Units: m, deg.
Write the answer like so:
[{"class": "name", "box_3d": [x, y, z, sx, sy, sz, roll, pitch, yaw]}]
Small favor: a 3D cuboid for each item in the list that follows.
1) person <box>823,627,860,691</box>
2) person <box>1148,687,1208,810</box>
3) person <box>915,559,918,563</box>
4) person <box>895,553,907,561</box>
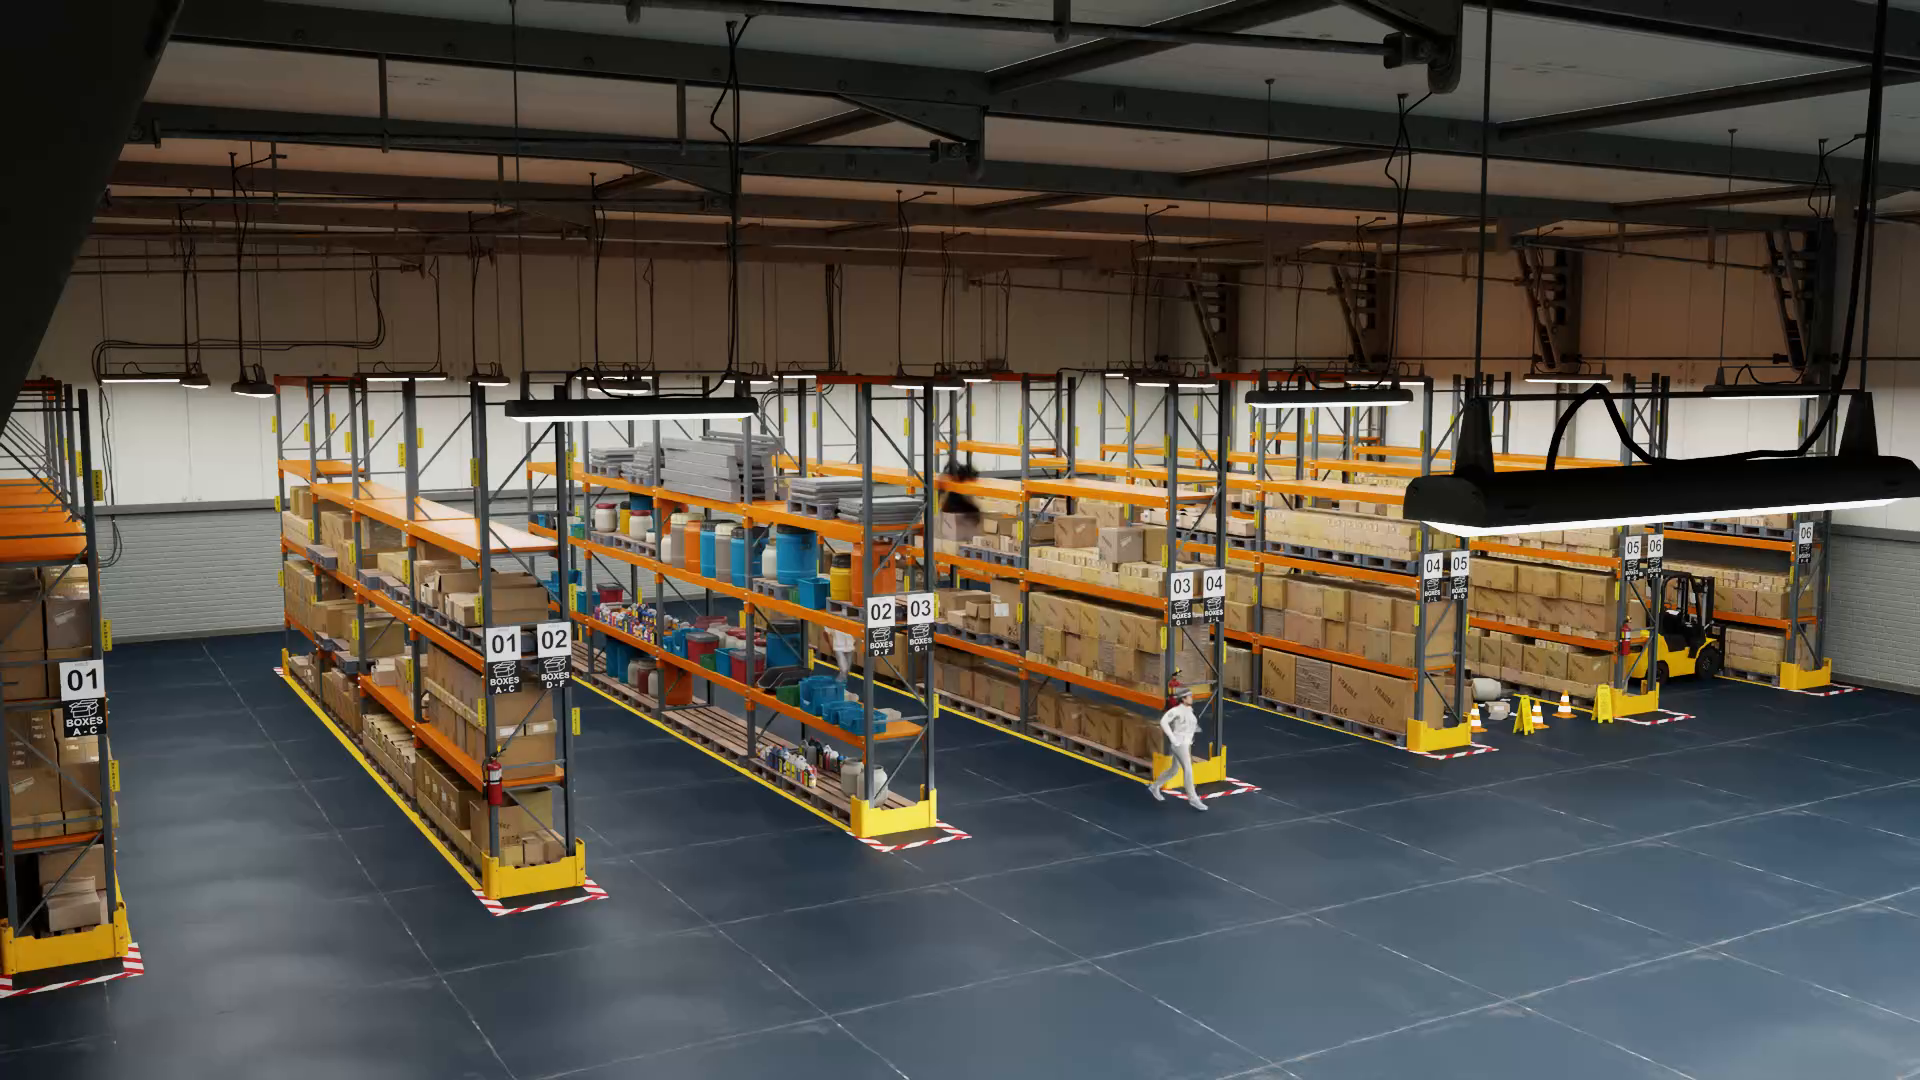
[{"class": "person", "box_3d": [-2.181, 2.059, 30.994, 0.685, 1.783, 0.849, -3, 7, -23]}, {"class": "person", "box_3d": [3.141, 2.902, 23.546, 0.938, 1.674, 0.628, 3, 7, 28]}, {"class": "person", "box_3d": [-1.114, 1.261, 39.045, 0.578, 1.618, 0.639, -3, 7, -29]}, {"class": "person", "box_3d": [-1.416, 1.033, 40.335, 0.743, 1.747, 0.984, -1, 6, -5]}]
